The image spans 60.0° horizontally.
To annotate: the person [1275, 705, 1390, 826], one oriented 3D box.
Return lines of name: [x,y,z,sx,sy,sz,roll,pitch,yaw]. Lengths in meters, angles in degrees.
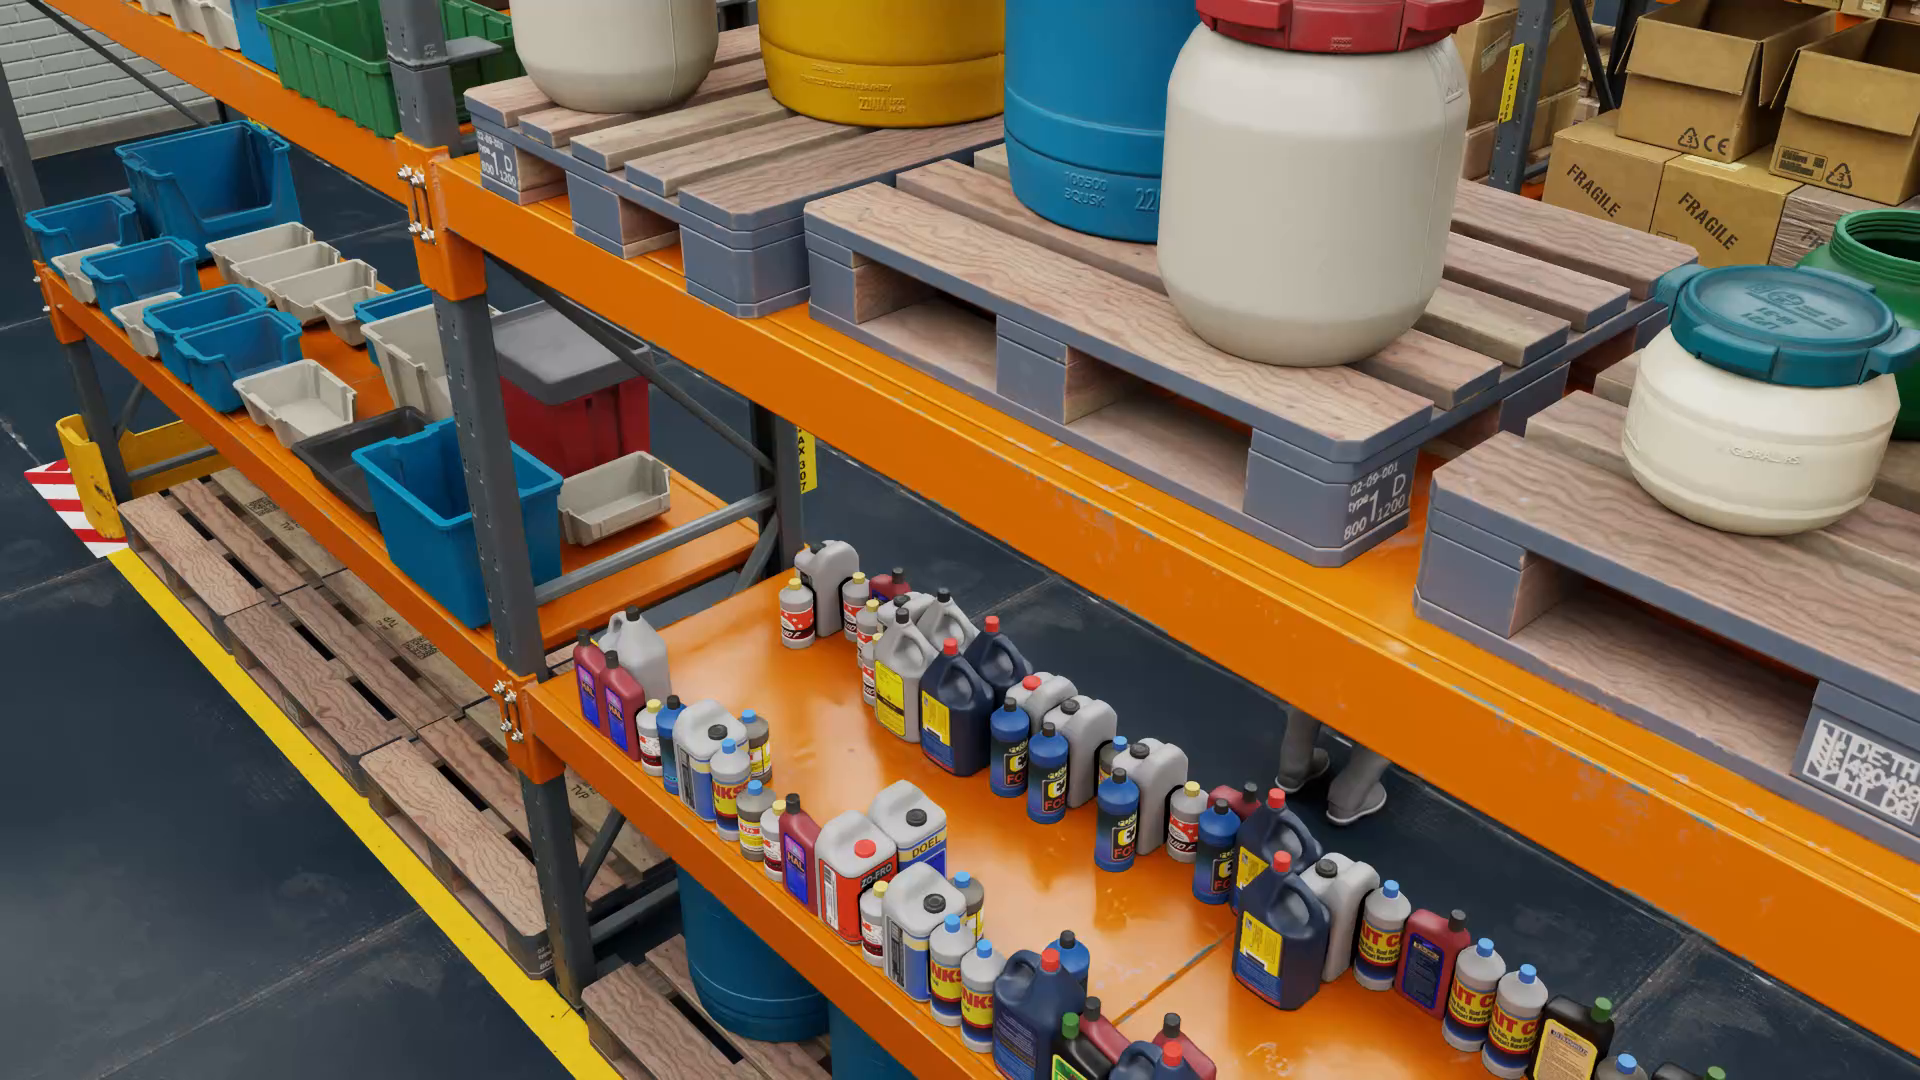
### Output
person: [1.502,0.465,6.053,0.456,0.960,0.918,27,41,36]
